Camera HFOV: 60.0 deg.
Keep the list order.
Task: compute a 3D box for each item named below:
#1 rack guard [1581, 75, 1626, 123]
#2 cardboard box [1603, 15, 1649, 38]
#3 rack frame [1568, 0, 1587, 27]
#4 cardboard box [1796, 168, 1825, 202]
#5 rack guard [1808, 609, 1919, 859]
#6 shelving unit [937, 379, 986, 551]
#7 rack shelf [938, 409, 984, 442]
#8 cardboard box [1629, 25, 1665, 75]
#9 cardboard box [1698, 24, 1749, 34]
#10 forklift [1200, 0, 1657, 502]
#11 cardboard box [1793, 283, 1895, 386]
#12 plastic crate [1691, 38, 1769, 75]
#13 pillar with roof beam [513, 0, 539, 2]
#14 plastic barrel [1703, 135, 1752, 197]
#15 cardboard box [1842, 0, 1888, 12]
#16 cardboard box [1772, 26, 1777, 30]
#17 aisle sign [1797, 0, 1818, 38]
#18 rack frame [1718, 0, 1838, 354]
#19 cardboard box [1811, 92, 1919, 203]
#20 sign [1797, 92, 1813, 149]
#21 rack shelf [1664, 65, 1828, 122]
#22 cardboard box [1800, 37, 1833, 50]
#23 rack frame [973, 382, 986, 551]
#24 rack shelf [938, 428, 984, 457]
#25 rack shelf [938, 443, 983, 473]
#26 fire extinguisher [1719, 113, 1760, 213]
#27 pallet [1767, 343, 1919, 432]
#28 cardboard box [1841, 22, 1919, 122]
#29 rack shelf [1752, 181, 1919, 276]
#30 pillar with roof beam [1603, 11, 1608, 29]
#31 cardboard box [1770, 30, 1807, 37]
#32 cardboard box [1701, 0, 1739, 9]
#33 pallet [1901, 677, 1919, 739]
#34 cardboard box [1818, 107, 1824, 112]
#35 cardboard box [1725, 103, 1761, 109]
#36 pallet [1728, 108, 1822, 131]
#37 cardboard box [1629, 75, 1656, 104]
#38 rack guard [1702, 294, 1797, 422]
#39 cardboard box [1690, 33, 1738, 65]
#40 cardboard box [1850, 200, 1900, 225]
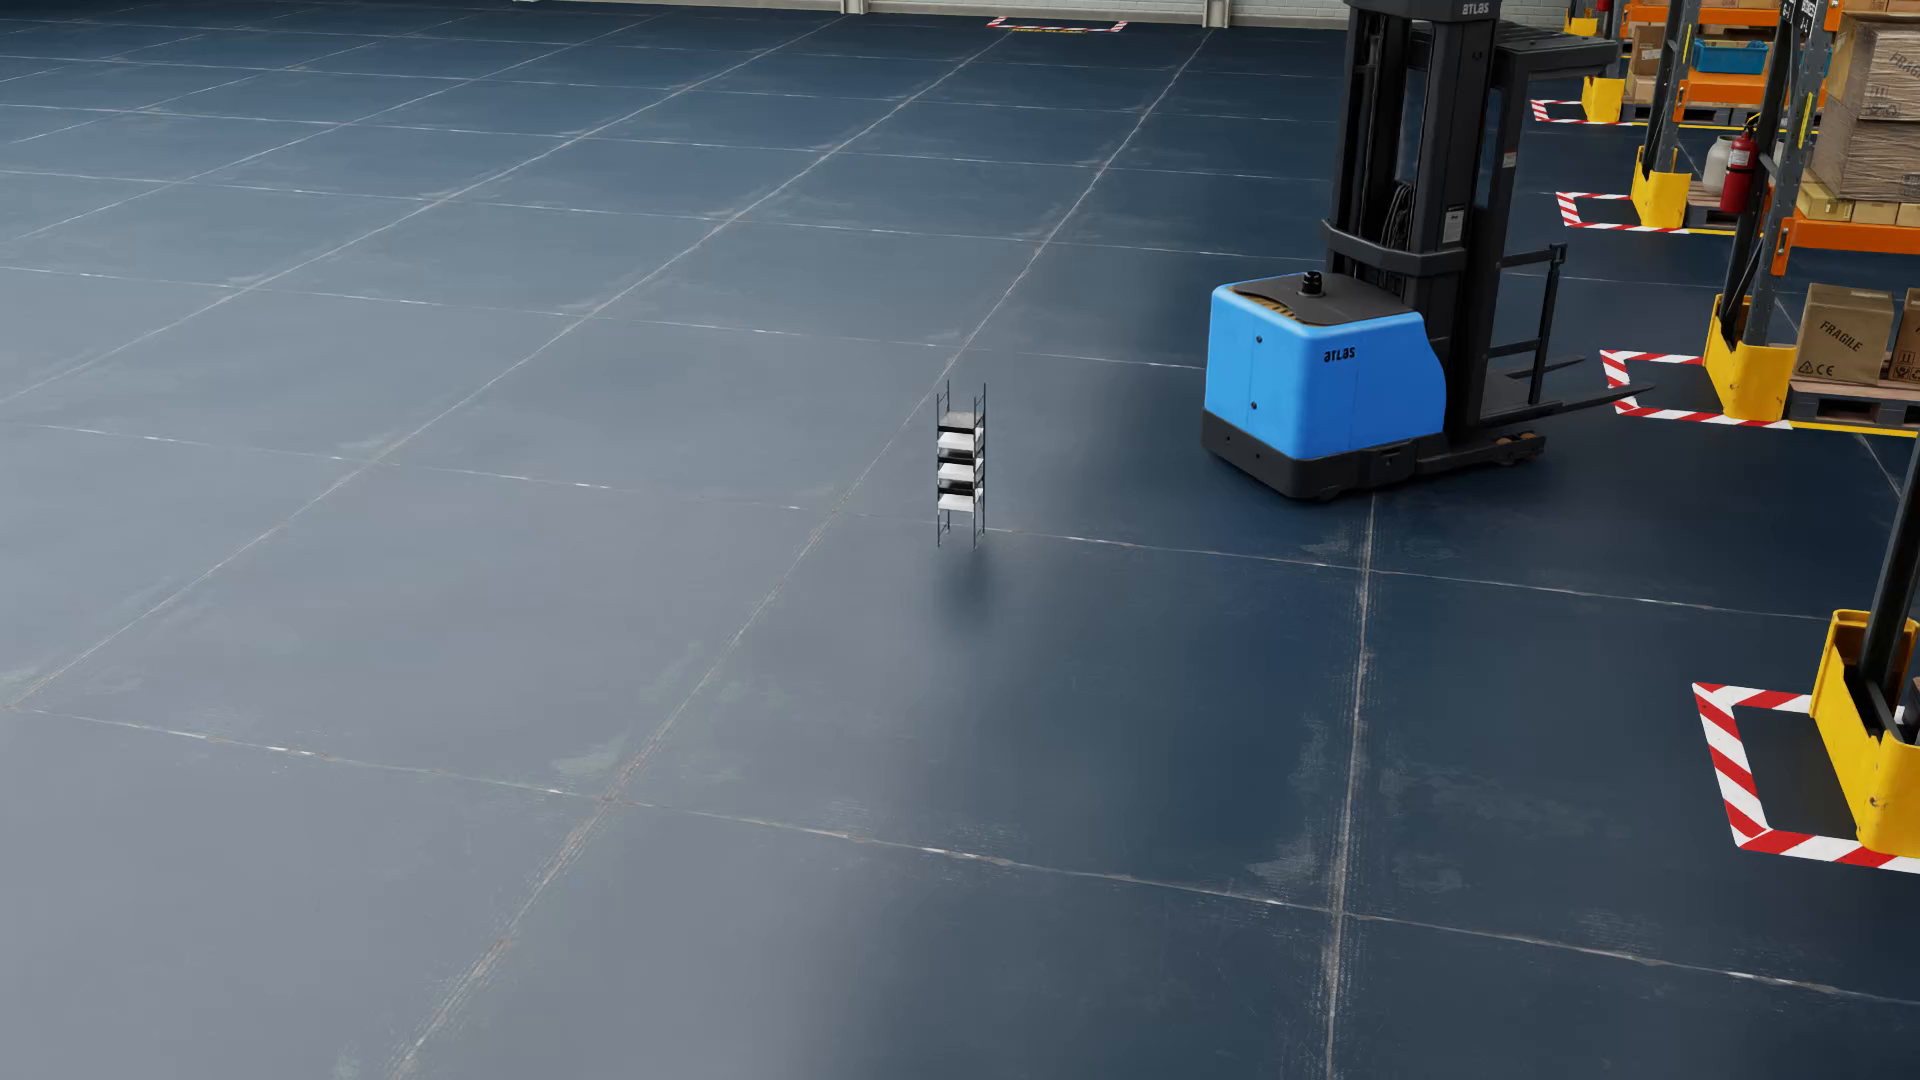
[{"bbox_3d":[7.723,-5.386,19.981,0.348,0.500,1.175,6,26,13],"label":"rack guard"},{"bbox_3d":[9.624,-7.448,24.020,0.500,0.311,0.500,3,26,7],"label":"cardboard box"},{"bbox_3d":[8.977,-8.575,23.771,0.127,3.000,1.000,6,26,13],"label":"rack frame"},{"bbox_3d":[5.603,-2.330,10.947,0.250,0.149,0.380,6,26,13],"label":"cardboard box"},{"bbox_3d":[3.919,0.792,7.005,0.348,0.500,1.175,6,26,13],"label":"rack guard"},{"bbox_3d":[0.008,-0.405,9.055,0.210,0.900,0.258,6,26,13],"label":"shelving unit"},{"bbox_3d":[0.008,-0.619,8.953,0.200,0.077,0.258,6,26,13],"label":"rack shelf"},{"bbox_3d":[8.340,-5.865,19.918,0.500,0.500,0.500,6,26,13],"label":"cardboard box"},{"bbox_3d":[10.875,-7.373,23.643,0.500,0.500,0.700,5,26,10],"label":"cardboard box"},{"bbox_3d":[3.046,-1.970,9.978,3.031,2.935,1.130,-12,28,-24],"label":"forklift"},{"bbox_3d":[5.876,-1.375,11.069,0.500,0.500,0.500,11,28,23],"label":"cardboard box"},{"bbox_3d":[7.069,-4.454,15.289,0.616,0.251,0.499,6,26,13],"label":"plastic crate"},{"bbox_3d":[-8.635,-11.703,23.364,0.400,9.000,9.100,6,26,13],"label":"pillar with roof beam"},{"bbox_3d":[7.166,-3.478,15.471,0.421,0.512,0.421,0,25,0],"label":"plastic barrel"},{"bbox_3d":[10.192,-6.283,18.841,0.500,0.500,0.700,7,26,14],"label":"cardboard box"},{"bbox_3d":[11.836,-7.311,23.513,0.500,0.500,0.500,4,26,9],"label":"cardboard box"},{"bbox_3d":[5.141,-3.444,9.970,0.004,0.787,0.394,6,26,13],"label":"aisle sign"},{"bbox_3d":[5.276,-2.388,10.777,0.127,3.000,1.000,6,26,13],"label":"rack frame"},{"bbox_3d":[5.802,-2.497,10.544,0.500,0.500,0.875,6,26,13],"label":"cardboard box"},{"bbox_3d":[5.141,-2.553,10.116,0.005,0.325,0.100,6,26,13],"label":"sign"},{"bbox_3d":[8.446,-3.911,14.813,4.000,0.370,1.077,6,26,13],"label":"rack shelf"},{"bbox_3d":[9.663,-5.487,19.124,0.500,0.500,0.500,6,26,13],"label":"cardboard box"},{"bbox_3d":[0.106,-0.395,9.032,0.006,0.900,0.240,6,26,13],"label":"rack frame"},{"bbox_3d":[0.008,-0.538,8.992,0.200,0.077,0.258,6,26,13],"label":"rack shelf"},{"bbox_3d":[0.008,-0.457,9.030,0.200,0.077,0.258,6,26,13],"label":"rack shelf"},{"bbox_3d":[5.280,-2.557,11.222,0.183,0.674,0.296,6,26,13],"label":"fire extinguisher"},{"bbox_3d":[6.127,-1.019,11.146,1.213,0.211,1.003,6,26,13],"label":"pallet"},{"bbox_3d":[5.741,-2.847,10.115,0.500,0.500,0.500,6,26,13],"label":"cardboard box"},{"bbox_3d":[7.213,-1.849,10.482,4.000,0.370,1.077,6,26,13],"label":"rack shelf"},{"bbox_3d":[8.798,-9.776,19.316,0.400,9.000,9.100,6,26,13],"label":"pillar with roof beam"},{"bbox_3d":[9.796,-5.710,19.592,0.500,0.500,0.500,6,26,13],"label":"cardboard box"},{"bbox_3d":[8.705,-6.448,19.187,0.500,0.500,0.700,7,26,14],"label":"cardboard box"},{"bbox_3d":[4.736,0.978,6.951,1.213,0.211,1.003,6,26,13],"label":"pallet"},{"bbox_3d":[10.147,-5.096,19.174,0.500,0.250,0.500,6,26,13],"label":"cardboard box"},{"bbox_3d":[9.180,-5.204,19.402,0.500,0.250,0.500,6,26,13],"label":"cardboard box"},{"bbox_3d":[9.676,-5.057,19.627,1.213,0.211,1.003,6,26,13],"label":"pallet"},{"bbox_3d":[8.211,-5.310,19.624,0.500,0.250,0.500,6,26,13],"label":"cardboard box"},{"bbox_3d":[5.349,-1.252,11.297,0.348,0.500,1.175,6,26,13],"label":"rack guard"},{"bbox_3d":[8.695,-5.596,19.352,0.500,0.500,0.500,6,26,13],"label":"cardboard box"},{"bbox_3d":[5.730,-2.110,10.485,0.250,0.149,0.380,6,26,13],"label":"cardboard box"}]
